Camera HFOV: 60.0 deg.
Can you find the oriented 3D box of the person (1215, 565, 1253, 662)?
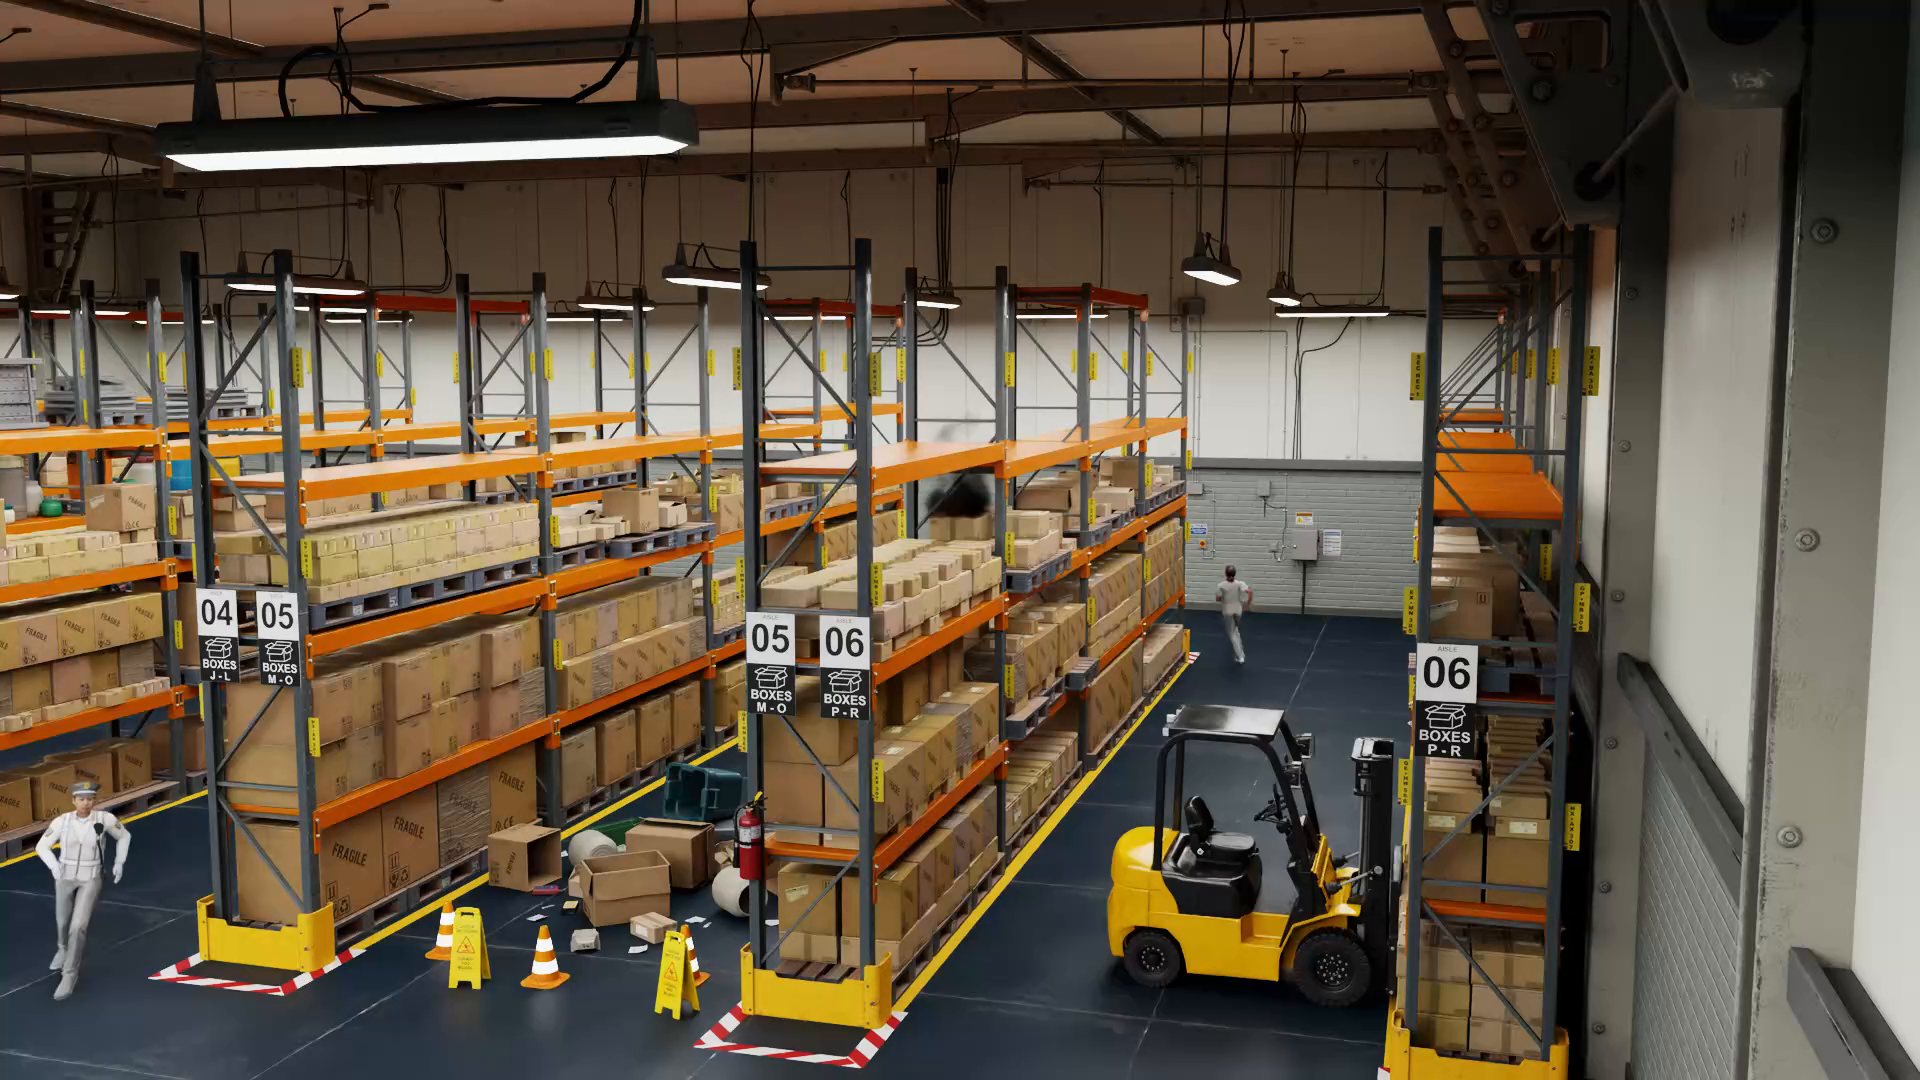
[{"bbox_3d":[4.545,1.245,27.786,0.550,1.666,0.673,-1,7,-13],"label":"person"}]

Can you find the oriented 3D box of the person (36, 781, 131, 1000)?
[{"bbox_3d":[-7.223,2.812,13.684,0.677,1.705,0.828,-2,7,-15],"label":"person"}]
